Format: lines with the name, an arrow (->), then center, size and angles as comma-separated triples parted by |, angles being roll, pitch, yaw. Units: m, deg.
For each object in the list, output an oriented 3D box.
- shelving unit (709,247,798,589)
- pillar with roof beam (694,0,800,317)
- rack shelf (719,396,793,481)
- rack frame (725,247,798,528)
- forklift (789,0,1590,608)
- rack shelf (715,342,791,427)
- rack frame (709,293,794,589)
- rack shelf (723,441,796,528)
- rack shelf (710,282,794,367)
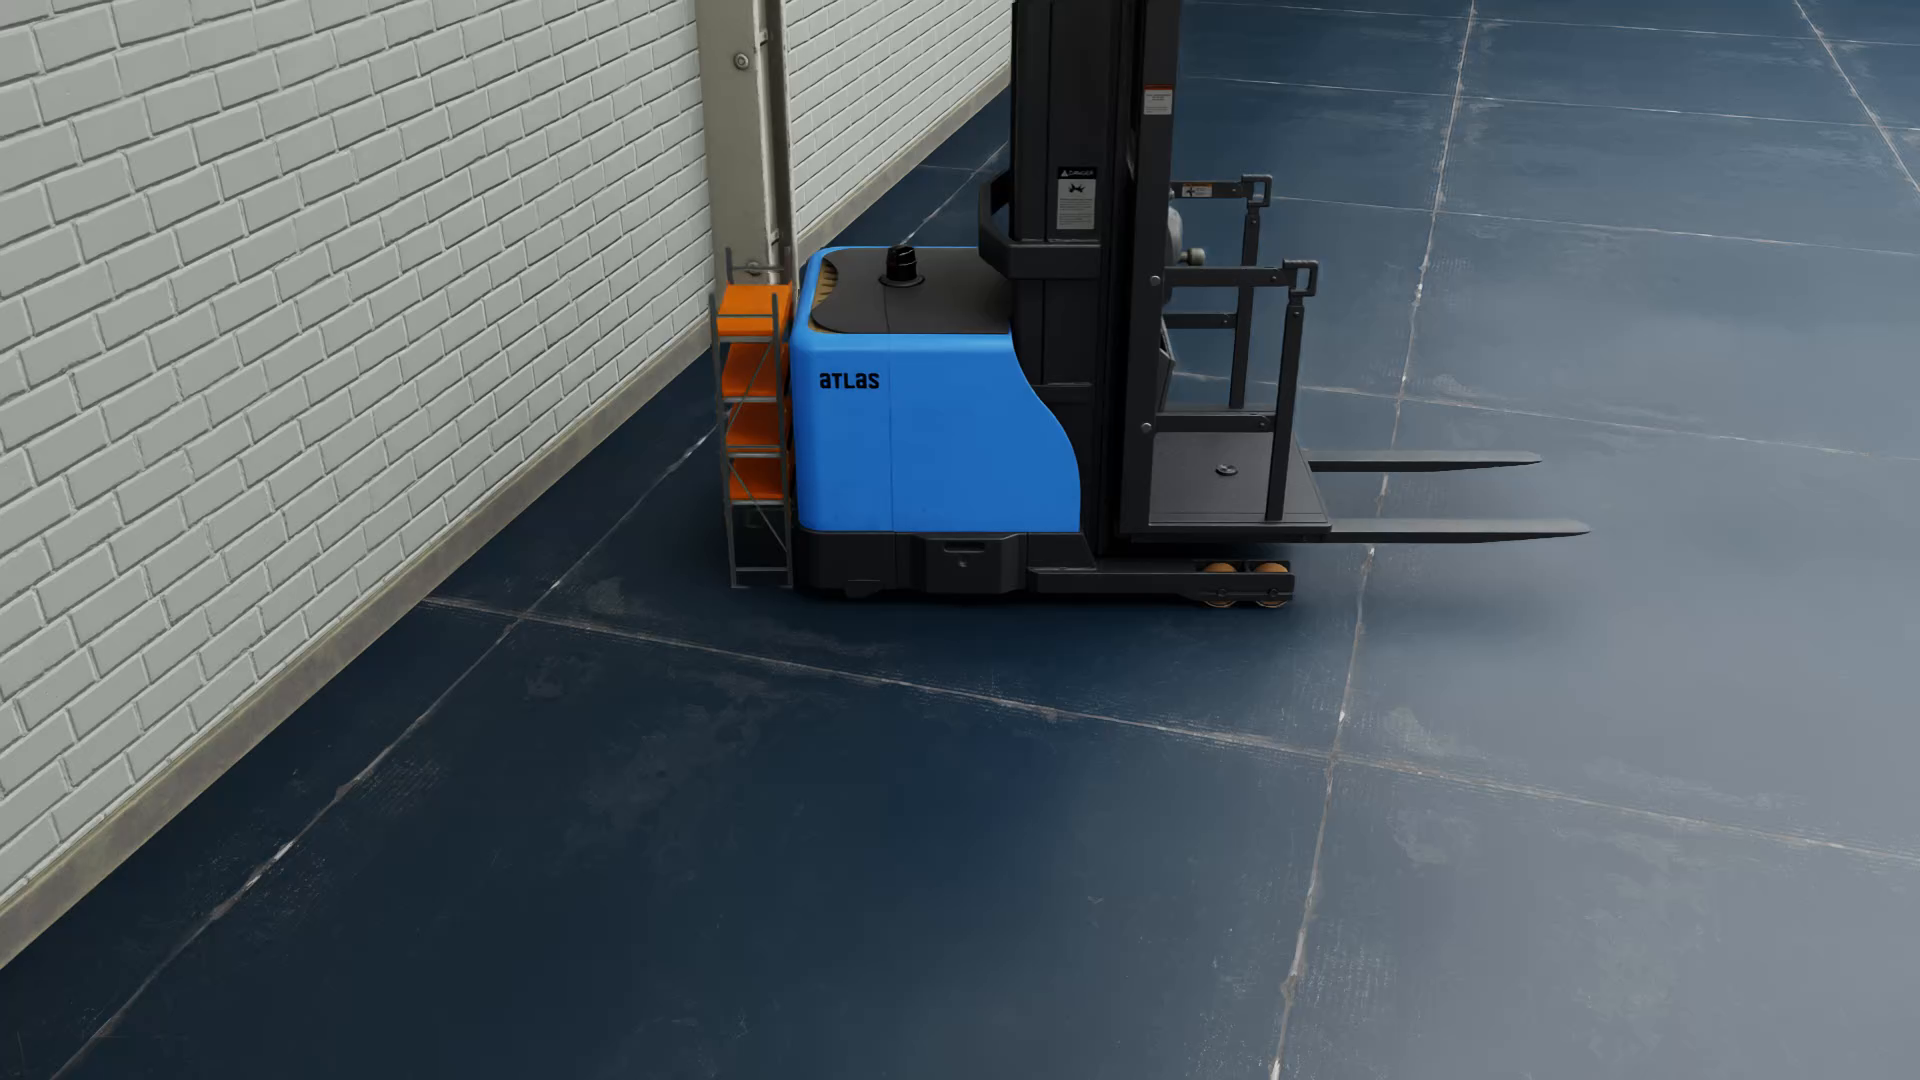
shelving unit -> -0.762, -0.459, 6.340 | 0.258, 1.200, 0.503 | 0, 29, 0
pillar with roof beam -> 3.057, -4.468, 5.525 | 9.100, 9.000, 0.400 | 8, 30, 15
rack shelf -> -0.762, -0.400, 6.373 | 0.258, 0.148, 0.480 | 0, 29, 0
rack frame -> -0.763, -0.577, 6.553 | 0.240, 1.200, 0.015 | 0, 29, 0
forklift -> 0.897, -1.285, 6.045 | 3.031, 2.935, 1.130 | 0, 29, 0
rack shelf -> -0.762, -0.595, 6.264 | 0.258, 0.148, 0.480 | 0, 29, 0
rack frame -> -0.761, -0.340, 6.127 | 0.240, 1.200, 0.015 | 0, 29, 0
rack shelf -> -0.762, -0.226, 6.469 | 0.258, 0.148, 0.480 | 0, 29, 0
rack shelf -> -0.762, -0.802, 6.149 | 0.258, 0.148, 0.480 | 0, 29, 0
